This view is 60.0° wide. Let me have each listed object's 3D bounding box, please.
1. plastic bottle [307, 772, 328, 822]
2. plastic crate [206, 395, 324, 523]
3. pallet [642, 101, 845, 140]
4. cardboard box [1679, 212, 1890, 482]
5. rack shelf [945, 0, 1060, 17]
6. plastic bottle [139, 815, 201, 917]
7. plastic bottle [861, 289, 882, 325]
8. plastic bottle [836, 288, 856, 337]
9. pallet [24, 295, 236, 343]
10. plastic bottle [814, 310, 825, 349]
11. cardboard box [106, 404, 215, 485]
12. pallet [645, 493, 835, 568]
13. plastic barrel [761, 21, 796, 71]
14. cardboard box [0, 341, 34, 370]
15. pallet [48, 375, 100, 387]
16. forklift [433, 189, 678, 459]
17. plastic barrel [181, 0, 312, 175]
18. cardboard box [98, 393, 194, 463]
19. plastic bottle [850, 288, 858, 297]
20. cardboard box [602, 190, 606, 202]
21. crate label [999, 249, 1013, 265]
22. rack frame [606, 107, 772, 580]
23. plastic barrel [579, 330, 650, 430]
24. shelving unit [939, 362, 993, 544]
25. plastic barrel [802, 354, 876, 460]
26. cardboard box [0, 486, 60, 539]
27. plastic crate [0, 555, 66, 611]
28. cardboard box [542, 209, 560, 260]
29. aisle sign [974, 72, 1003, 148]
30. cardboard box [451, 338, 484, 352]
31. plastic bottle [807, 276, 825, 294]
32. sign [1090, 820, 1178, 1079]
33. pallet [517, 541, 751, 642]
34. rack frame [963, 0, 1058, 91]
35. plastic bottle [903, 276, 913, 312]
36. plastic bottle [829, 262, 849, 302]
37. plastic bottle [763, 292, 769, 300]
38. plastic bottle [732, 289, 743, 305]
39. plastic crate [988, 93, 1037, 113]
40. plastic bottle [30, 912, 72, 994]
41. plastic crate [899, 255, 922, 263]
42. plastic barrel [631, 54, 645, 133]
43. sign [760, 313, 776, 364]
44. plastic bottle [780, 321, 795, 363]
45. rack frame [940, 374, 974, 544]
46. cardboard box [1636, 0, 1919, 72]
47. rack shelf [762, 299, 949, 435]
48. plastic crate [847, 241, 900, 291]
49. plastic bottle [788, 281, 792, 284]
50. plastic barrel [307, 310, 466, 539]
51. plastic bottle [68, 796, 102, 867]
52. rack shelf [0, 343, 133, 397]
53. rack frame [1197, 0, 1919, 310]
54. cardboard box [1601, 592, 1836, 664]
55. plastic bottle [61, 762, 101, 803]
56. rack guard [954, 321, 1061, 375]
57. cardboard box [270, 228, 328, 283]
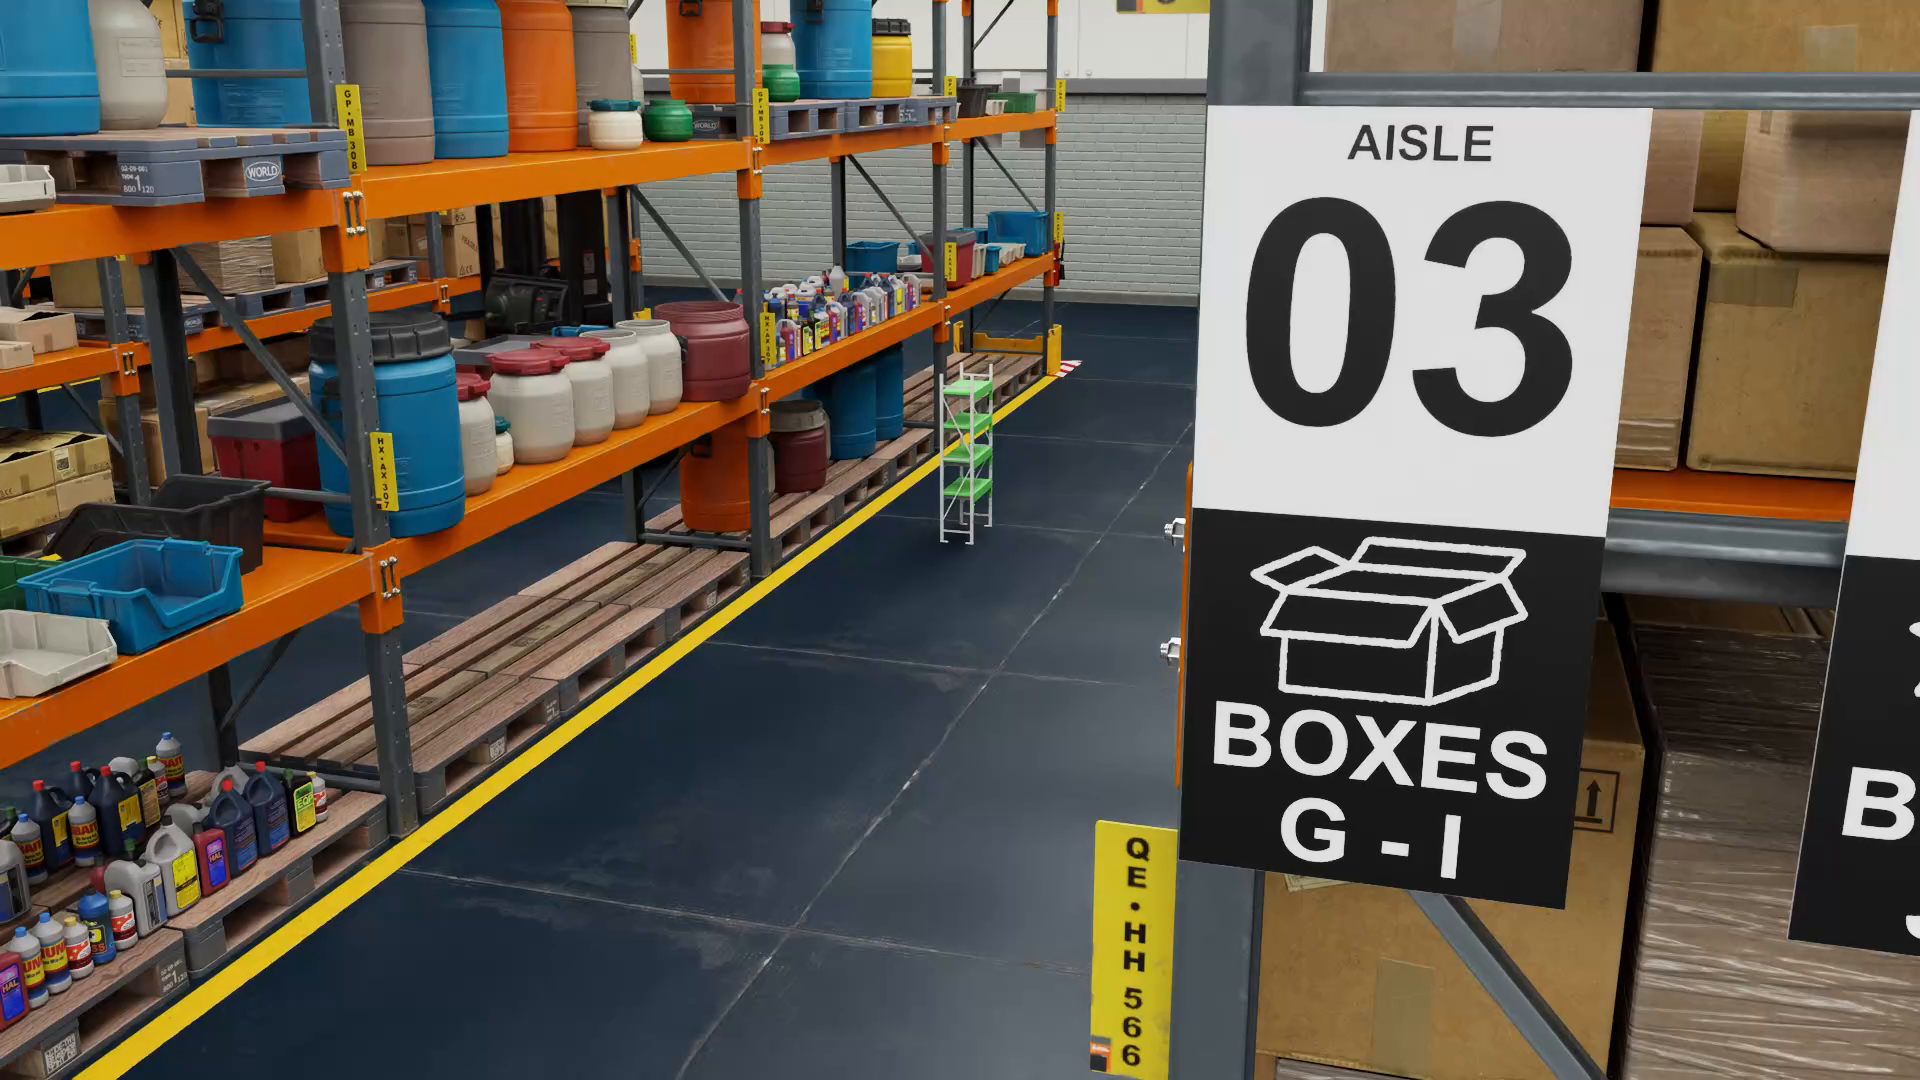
[{"bbox_3d":[-2.686,1.062,6.910,0.097,0.201,0.097,0,16,0],"label":"plastic bottle"},{"bbox_3d":[-3.038,-0.373,7.530,0.402,0.464,0.583,5,16,16],"label":"plastic crate"},{"bbox_3d":[-1.434,-2.783,10.993,1.003,0.211,1.213,5,16,16],"label":"pallet"},{"bbox_3d":[1.115,-0.238,1.949,0.500,0.250,0.500,5,17,18],"label":"cardboard box"},{"bbox_3d":[-0.040,-5.156,15.566,1.077,0.370,4.000,5,16,16],"label":"rack shelf"},{"bbox_3d":[-2.935,1.197,6.162,0.144,0.351,0.185,5,16,16],"label":"plastic bottle"},{"bbox_3d":[-0.696,-1.834,13.026,0.152,0.276,0.135,5,16,16],"label":"plastic bottle"},{"bbox_3d":[-0.869,-1.707,12.441,0.144,0.351,0.185,5,16,16],"label":"plastic bottle"},{"bbox_3d":[-6.368,-1.714,12.726,1.213,0.211,1.003,5,16,16],"label":"pallet"},{"bbox_3d":[-1.018,-1.509,11.888,0.097,0.271,0.097,0,16,0],"label":"plastic bottle"},{"bbox_3d":[-6.090,-0.729,12.678,0.500,0.500,0.500,5,17,18],"label":"cardboard box"},{"bbox_3d":[-1.561,-0.106,11.817,1.003,0.211,1.213,5,16,16],"label":"pallet"},{"bbox_3d":[-1.386,-3.424,11.889,0.433,0.535,0.433,0,16,0],"label":"plastic barrel"},{"bbox_3d":[-6.484,-1.246,11.185,0.380,0.149,0.250,5,16,16],"label":"cardboard box"},{"bbox_3d":[-9.816,-1.904,18.156,1.003,0.211,1.213,5,16,16],"label":"pallet"},{"bbox_3d":[-3.595,-1.896,13.143,1.130,2.935,3.031,11,19,34],"label":"forklift"},{"bbox_3d":[-2.945,-2.026,7.059,0.600,0.901,0.708,5,16,16],"label":"plastic barrel"},{"bbox_3d":[-6.452,-0.895,13.263,0.500,0.500,0.500,5,17,18],"label":"cardboard box"},{"bbox_3d":[-0.821,-1.837,13.044,0.097,0.271,0.097,0,16,0],"label":"plastic bottle"},{"bbox_3d":[-4.225,-3.975,18.333,0.500,0.500,0.500,5,17,17],"label":"cardboard box"},{"bbox_3d":[0.318,-2.856,16.776,0.396,0.136,0.243,5,16,16],"label":"crate label"},{"bbox_3d":[-1.745,-1.238,10.698,1.000,3.000,0.127,5,16,16],"label":"rack frame"},{"bbox_3d":[-1.952,-0.896,9.287,0.421,0.512,0.421,0,16,0],"label":"plastic barrel"},{"bbox_3d":[0.047,-0.621,11.818,0.258,1.200,0.503,5,16,16],"label":"shelving unit"},{"bbox_3d":[-0.981,-1.151,13.466,0.600,0.901,0.708,5,16,16],"label":"plastic barrel"},{"bbox_3d":[-6.552,-0.211,11.345,0.500,0.250,0.500,4,16,15],"label":"cardboard box"},{"bbox_3d":[-3.538,0.243,5.862,0.450,0.188,0.662,5,16,16],"label":"plastic crate"},{"bbox_3d":[-4.520,-3.228,17.530,0.500,0.500,0.500,4,16,15],"label":"cardboard box"},{"bbox_3d":[0.264,-4.624,17.870,0.394,0.787,0.004,5,16,16],"label":"aisle sign"},{"bbox_3d":[-5.253,-1.955,17.347,0.500,0.311,0.500,5,16,16],"label":"cardboard box"},{"bbox_3d":[-1.209,-2.038,13.744,0.152,0.276,0.135,5,16,16],"label":"plastic bottle"},{"bbox_3d":[0.204,0.482,1.934,0.100,0.325,0.005,5,16,16],"label":"sign"},{"bbox_3d":[-2.002,0.303,10.374,1.003,0.211,1.213,5,16,16],"label":"pallet"},{"bbox_3d":[0.528,-6.217,17.258,1.000,3.000,0.127,5,16,16],"label":"rack frame"},{"bbox_3d":[-0.432,-2.036,13.725,0.061,0.283,0.133,5,16,16],"label":"plastic bottle"},{"bbox_3d":[-1.031,-2.183,14.121,0.144,0.351,0.185,5,16,16],"label":"plastic bottle"},{"bbox_3d":[-1.521,-1.775,12.825,0.097,0.271,0.097,0,16,0],"label":"plastic bottle"},{"bbox_3d":[-1.629,-1.691,12.384,0.144,0.351,0.185,5,16,16],"label":"plastic bottle"},{"bbox_3d":[0.522,-4.392,16.709,0.450,0.188,0.336,5,16,16],"label":"plastic crate"},{"bbox_3d":[-3.079,1.390,5.627,0.097,0.271,0.097,0,16,0],"label":"plastic bottle"},{"bbox_3d":[-0.402,-2.666,16.103,0.293,0.136,0.466,5,16,16],"label":"plastic crate"},{"bbox_3d":[-2.127,-2.678,10.070,0.421,0.512,0.421,0,16,0],"label":"plastic barrel"},{"bbox_3d":[-1.216,-1.276,10.532,0.100,0.325,0.005,5,16,16],"label":"sign"},{"bbox_3d":[-1.175,-1.353,11.315,0.061,0.283,0.133,5,16,16],"label":"plastic bottle"},{"bbox_3d":[-0.022,-0.557,11.593,0.240,1.200,0.015,5,16,16],"label":"rack frame"},{"bbox_3d":[1.411,-1.003,2.728,0.500,0.500,0.500,5,16,16],"label":"cardboard box"},{"bbox_3d":[-1.177,-1.415,12.641,1.077,0.370,4.000,5,16,16],"label":"rack shelf"},{"bbox_3d":[-0.803,-2.454,14.905,0.392,0.384,0.575,5,16,16],"label":"plastic crate"},{"bbox_3d":[-1.374,-1.933,13.362,0.061,0.283,0.133,5,16,16],"label":"plastic bottle"},{"bbox_3d":[-2.482,-0.510,7.213,0.600,0.901,0.708,5,16,16],"label":"plastic barrel"},{"bbox_3d":[-3.434,1.136,6.523,0.097,0.271,0.097,0,16,0],"label":"plastic bottle"},{"bbox_3d":[-7.061,-0.754,10.309,1.077,0.370,4.000,5,16,16],"label":"rack shelf"},{"bbox_3d":[0.730,-1.647,1.146,1.000,3.000,0.127,5,16,16],"label":"rack frame"},{"bbox_3d":[1.297,0.314,2.666,0.500,0.500,0.500,5,16,16],"label":"cardboard box"},{"bbox_3d":[-3.509,1.050,6.679,0.144,0.351,0.185,5,17,17],"label":"plastic bottle"},{"bbox_3d":[0.523,-2.136,18.444,1.175,0.500,0.348,5,16,16],"label":"rack guard"},{"bbox_3d":[-5.799,-2.453,14.028,0.700,0.500,0.500,1,16,2],"label":"cardboard box"}]
